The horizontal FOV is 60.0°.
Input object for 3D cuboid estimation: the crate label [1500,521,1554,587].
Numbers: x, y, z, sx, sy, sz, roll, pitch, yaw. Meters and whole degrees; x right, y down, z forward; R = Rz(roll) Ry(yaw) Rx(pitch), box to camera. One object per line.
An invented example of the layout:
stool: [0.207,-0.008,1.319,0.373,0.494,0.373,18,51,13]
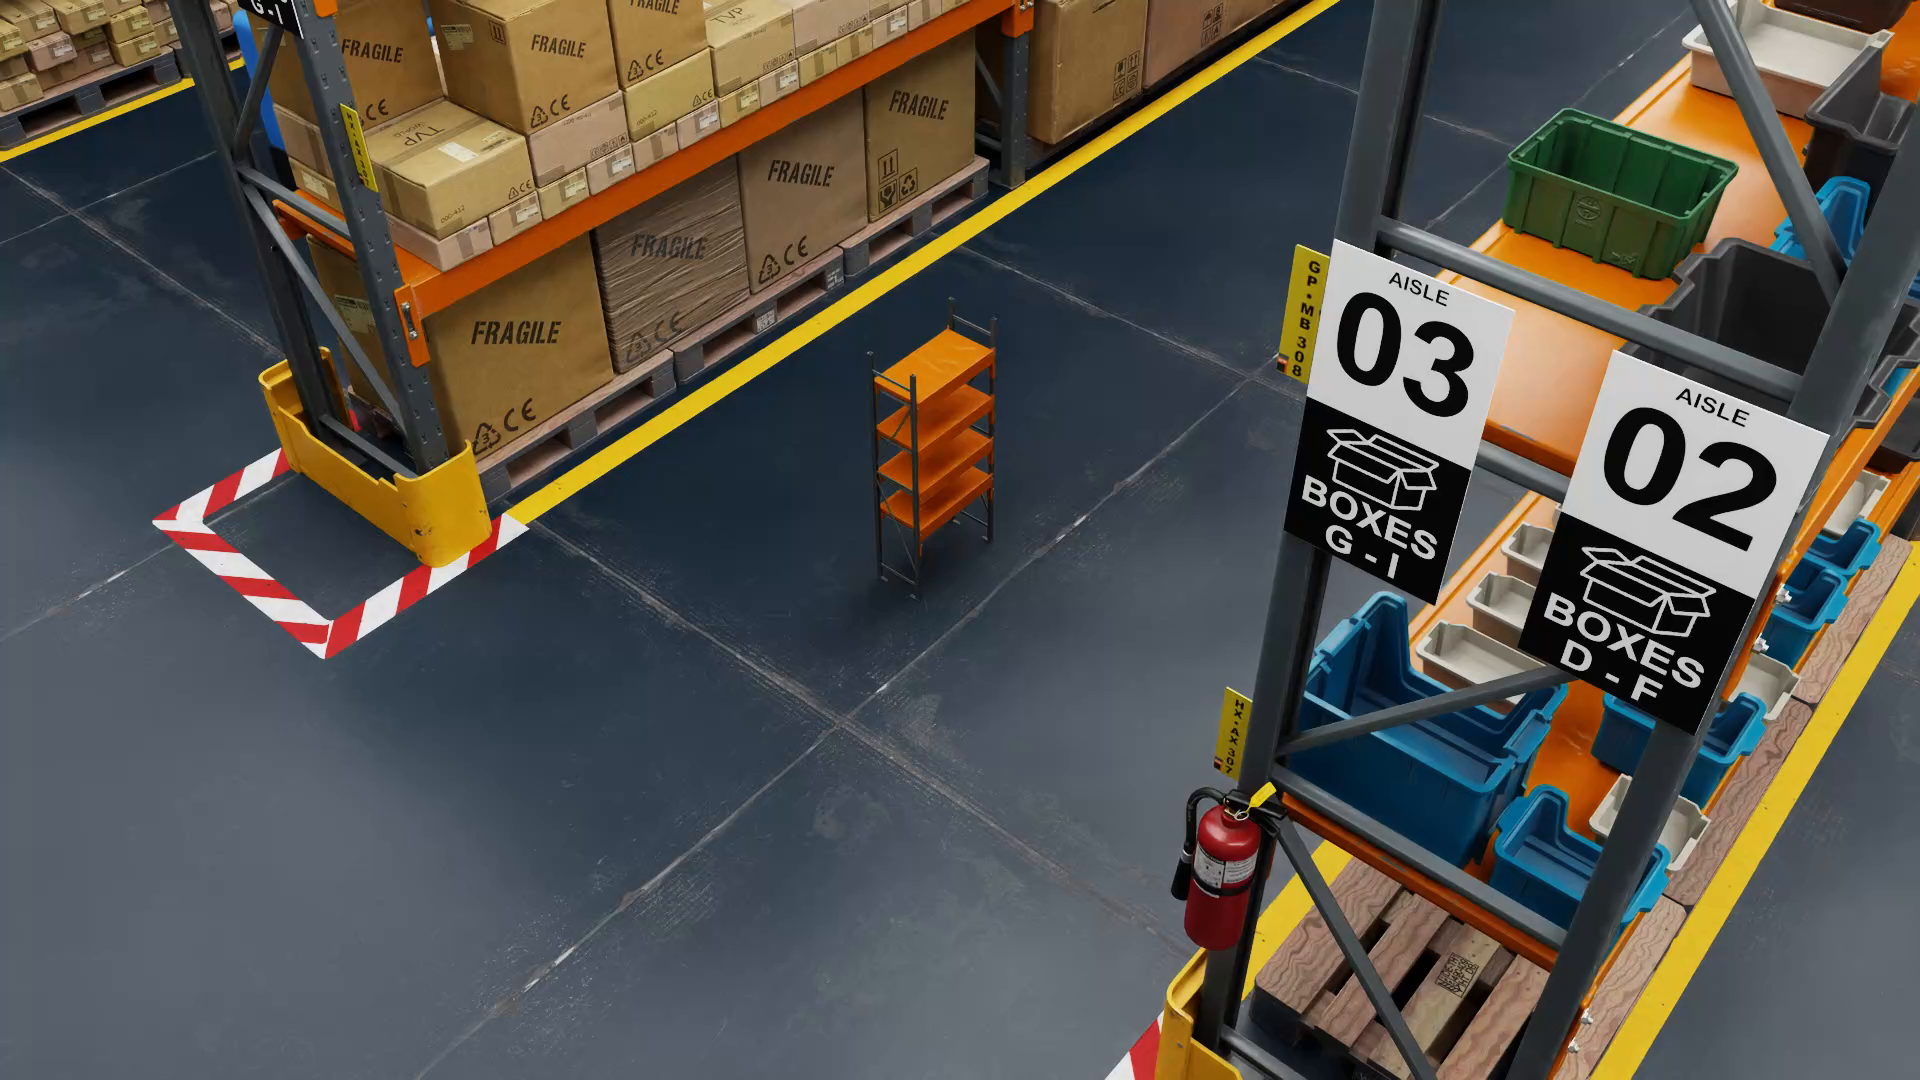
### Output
crate label: [1.920,0.102,5.242,0.396,0.136,0.243,29,50,28]

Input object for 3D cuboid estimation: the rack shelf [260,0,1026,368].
rack shelf: [-1.328,-2.086,8.032,1.077,0.370,4.000,29,50,28]

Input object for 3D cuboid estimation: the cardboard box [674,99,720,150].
cardboard box: [-1.308,-1.933,7.515,0.380,0.149,0.250,29,50,28]

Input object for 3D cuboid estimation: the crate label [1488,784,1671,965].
crate label: [1.587,0.877,4.318,0.416,0.233,0.303,29,50,28]

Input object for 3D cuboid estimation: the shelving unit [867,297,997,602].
shelving unit: [-0.107,-0.359,6.935,0.258,1.200,0.503,29,50,28]

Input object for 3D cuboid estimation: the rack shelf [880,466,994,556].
rack shelf: [-0.107,-0.162,7.114,0.258,0.148,0.480,29,50,28]

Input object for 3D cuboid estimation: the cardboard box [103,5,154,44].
cardboard box: [-5.255,-3.257,10.371,0.380,0.149,0.250,31,51,30]

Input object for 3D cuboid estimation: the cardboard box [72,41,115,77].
cardboard box: [-5.504,-3.055,10.369,0.380,0.149,0.250,30,50,29]

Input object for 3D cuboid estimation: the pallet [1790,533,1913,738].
pallet: [3.307,0.189,7.067,1.003,0.211,1.213,29,50,28]

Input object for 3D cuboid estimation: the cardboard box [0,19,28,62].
cardboard box: [-5.749,-2.965,9.829,0.380,0.149,0.250,27,49,27]

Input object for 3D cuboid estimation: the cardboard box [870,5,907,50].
cardboard box: [-0.482,-2.593,8.241,0.380,0.149,0.250,30,50,29]

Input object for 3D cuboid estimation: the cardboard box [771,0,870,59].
cardboard box: [-0.783,-2.565,7.914,0.500,0.250,0.500,31,50,29]

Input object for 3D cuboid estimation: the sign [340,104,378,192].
sign: [-2.194,-1.429,6.071,0.100,0.325,0.005,29,50,28]

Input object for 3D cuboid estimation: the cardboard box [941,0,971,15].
cardboard box: [-0.152,-2.857,8.532,0.380,0.149,0.250,30,50,29]

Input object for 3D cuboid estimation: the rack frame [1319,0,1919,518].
rack frame: [1.176,-1.398,2.280,1.000,3.000,0.127,29,50,28]

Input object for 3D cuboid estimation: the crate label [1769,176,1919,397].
crate label: [2.017,-0.568,3.708,0.408,0.251,0.502,29,50,28]

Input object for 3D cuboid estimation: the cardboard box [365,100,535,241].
cardboard box: [-2.099,-1.507,6.751,0.500,0.250,0.500,28,49,27]

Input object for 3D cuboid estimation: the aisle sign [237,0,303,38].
aisle sign: [-2.432,-2.117,5.599,0.394,0.787,0.004,29,50,28]

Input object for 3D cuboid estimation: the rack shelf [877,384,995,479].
rack shelf: [-0.107,-0.474,6.830,0.258,0.148,0.480,29,50,28]

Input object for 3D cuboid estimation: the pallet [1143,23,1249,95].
pallet: [1.183,-3.411,11.027,1.003,0.211,1.213,29,50,28]

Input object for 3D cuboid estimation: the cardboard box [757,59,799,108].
cardboard box: [-0.977,-2.198,7.806,0.380,0.149,0.250,30,50,29]

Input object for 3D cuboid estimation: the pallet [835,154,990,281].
pallet: [-0.590,-1.993,9.467,1.003,0.211,1.213,29,50,28]

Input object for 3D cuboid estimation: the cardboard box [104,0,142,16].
cardboard box: [-5.307,-3.397,10.304,0.380,0.149,0.250,27,49,27]

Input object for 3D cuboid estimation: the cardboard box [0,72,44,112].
cardboard box: [-5.764,-2.754,10.038,0.380,0.149,0.250,31,50,29]

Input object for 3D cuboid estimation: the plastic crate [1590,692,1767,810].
plastic crate: [2.011,0.538,4.691,0.416,0.233,0.300,29,50,28]

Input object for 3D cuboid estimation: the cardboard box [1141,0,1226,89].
cardboard box: [0.930,-3.550,10.374,1.225,0.875,0.875,28,49,27]

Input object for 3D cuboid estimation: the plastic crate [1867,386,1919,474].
plastic crate: [3.236,-0.465,5.874,0.437,0.125,0.590,29,50,28]

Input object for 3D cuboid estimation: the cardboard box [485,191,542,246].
cardboard box: [-1.970,-1.402,6.931,0.380,0.149,0.250,29,50,28]

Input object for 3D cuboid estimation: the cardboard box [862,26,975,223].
cardboard box: [-0.527,-2.446,9.160,0.875,0.875,0.875,29,50,28]

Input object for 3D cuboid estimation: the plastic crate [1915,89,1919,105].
plastic crate: [2.839,-1.252,4.437,0.437,0.282,0.530,29,50,28]

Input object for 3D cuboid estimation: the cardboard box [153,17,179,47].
cardboard box: [-5.164,-3.312,10.652,0.380,0.149,0.250,30,50,29]

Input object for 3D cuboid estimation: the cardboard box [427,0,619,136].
cardboard box: [-1.778,-2.042,6.782,0.500,0.500,0.500,28,49,28]

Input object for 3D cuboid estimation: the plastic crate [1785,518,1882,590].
plastic crate: [2.627,0.045,5.233,0.416,0.233,0.300,29,50,28]

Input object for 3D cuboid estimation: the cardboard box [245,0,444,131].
cardboard box: [-2.502,-2.019,6.756,0.500,0.500,0.500,30,50,29]

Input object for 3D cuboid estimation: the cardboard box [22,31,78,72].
cardboard box: [-5.593,-3.008,10.096,0.380,0.149,0.250,29,50,28]

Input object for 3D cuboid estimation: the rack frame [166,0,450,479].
rack frame: [-2.615,-1.322,6.657,1.000,3.000,0.127,29,50,28]

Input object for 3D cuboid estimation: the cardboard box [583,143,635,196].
cardboard box: [-1.638,-1.669,7.225,0.380,0.149,0.250,29,50,28]

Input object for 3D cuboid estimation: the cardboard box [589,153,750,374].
cardboard box: [-1.679,-1.524,8.146,0.875,0.875,0.875,29,50,28]

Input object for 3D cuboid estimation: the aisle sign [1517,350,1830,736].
aisle sign: [1.357,0.026,3.242,0.394,0.787,0.004,29,50,28]

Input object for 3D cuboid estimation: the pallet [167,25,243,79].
pallet: [-4.962,-3.558,11.188,1.003,0.211,1.213,29,50,28]

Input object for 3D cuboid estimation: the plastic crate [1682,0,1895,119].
plastic crate: [2.316,-1.362,4.666,0.437,0.136,0.530,29,50,28]

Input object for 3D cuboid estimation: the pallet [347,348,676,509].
pallet: [-2.160,-0.736,8.085,1.003,0.211,1.213,29,50,28]

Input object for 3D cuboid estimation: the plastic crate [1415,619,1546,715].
plastic crate: [1.562,0.399,4.915,0.396,0.136,0.243,29,50,28]

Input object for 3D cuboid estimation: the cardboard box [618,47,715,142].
cardboard box: [-1.444,-2.035,7.331,0.500,0.250,0.500,28,49,27]

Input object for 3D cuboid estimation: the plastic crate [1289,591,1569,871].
plastic crate: [1.249,0.533,4.545,0.616,0.435,0.499,29,50,28]

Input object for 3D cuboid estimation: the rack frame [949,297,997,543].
rack frame: [0.050,-0.484,7.073,0.240,1.200,0.015,29,50,28]

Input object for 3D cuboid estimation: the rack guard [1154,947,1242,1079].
rack guard: [1.171,1.765,5.120,1.175,0.500,0.348,29,50,28]

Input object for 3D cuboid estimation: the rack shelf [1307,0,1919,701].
rack shelf: [2.463,-1.052,4.664,1.077,0.370,4.000,29,50,28]

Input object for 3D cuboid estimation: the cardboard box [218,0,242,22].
cardboard box: [-4.779,-3.556,10.920,0.380,0.149,0.250,30,50,28]

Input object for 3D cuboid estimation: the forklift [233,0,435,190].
forklift: [-2.726,-3.785,9.417,1.130,2.935,3.031,24,47,24]

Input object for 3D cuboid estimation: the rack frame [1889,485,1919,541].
rack frame: [3.750,-1.238,6.564,1.000,3.000,0.127,29,50,28]

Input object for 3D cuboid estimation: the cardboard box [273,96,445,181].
cardboard box: [-2.506,-1.741,7.008,0.500,0.250,0.500,29,50,28]
